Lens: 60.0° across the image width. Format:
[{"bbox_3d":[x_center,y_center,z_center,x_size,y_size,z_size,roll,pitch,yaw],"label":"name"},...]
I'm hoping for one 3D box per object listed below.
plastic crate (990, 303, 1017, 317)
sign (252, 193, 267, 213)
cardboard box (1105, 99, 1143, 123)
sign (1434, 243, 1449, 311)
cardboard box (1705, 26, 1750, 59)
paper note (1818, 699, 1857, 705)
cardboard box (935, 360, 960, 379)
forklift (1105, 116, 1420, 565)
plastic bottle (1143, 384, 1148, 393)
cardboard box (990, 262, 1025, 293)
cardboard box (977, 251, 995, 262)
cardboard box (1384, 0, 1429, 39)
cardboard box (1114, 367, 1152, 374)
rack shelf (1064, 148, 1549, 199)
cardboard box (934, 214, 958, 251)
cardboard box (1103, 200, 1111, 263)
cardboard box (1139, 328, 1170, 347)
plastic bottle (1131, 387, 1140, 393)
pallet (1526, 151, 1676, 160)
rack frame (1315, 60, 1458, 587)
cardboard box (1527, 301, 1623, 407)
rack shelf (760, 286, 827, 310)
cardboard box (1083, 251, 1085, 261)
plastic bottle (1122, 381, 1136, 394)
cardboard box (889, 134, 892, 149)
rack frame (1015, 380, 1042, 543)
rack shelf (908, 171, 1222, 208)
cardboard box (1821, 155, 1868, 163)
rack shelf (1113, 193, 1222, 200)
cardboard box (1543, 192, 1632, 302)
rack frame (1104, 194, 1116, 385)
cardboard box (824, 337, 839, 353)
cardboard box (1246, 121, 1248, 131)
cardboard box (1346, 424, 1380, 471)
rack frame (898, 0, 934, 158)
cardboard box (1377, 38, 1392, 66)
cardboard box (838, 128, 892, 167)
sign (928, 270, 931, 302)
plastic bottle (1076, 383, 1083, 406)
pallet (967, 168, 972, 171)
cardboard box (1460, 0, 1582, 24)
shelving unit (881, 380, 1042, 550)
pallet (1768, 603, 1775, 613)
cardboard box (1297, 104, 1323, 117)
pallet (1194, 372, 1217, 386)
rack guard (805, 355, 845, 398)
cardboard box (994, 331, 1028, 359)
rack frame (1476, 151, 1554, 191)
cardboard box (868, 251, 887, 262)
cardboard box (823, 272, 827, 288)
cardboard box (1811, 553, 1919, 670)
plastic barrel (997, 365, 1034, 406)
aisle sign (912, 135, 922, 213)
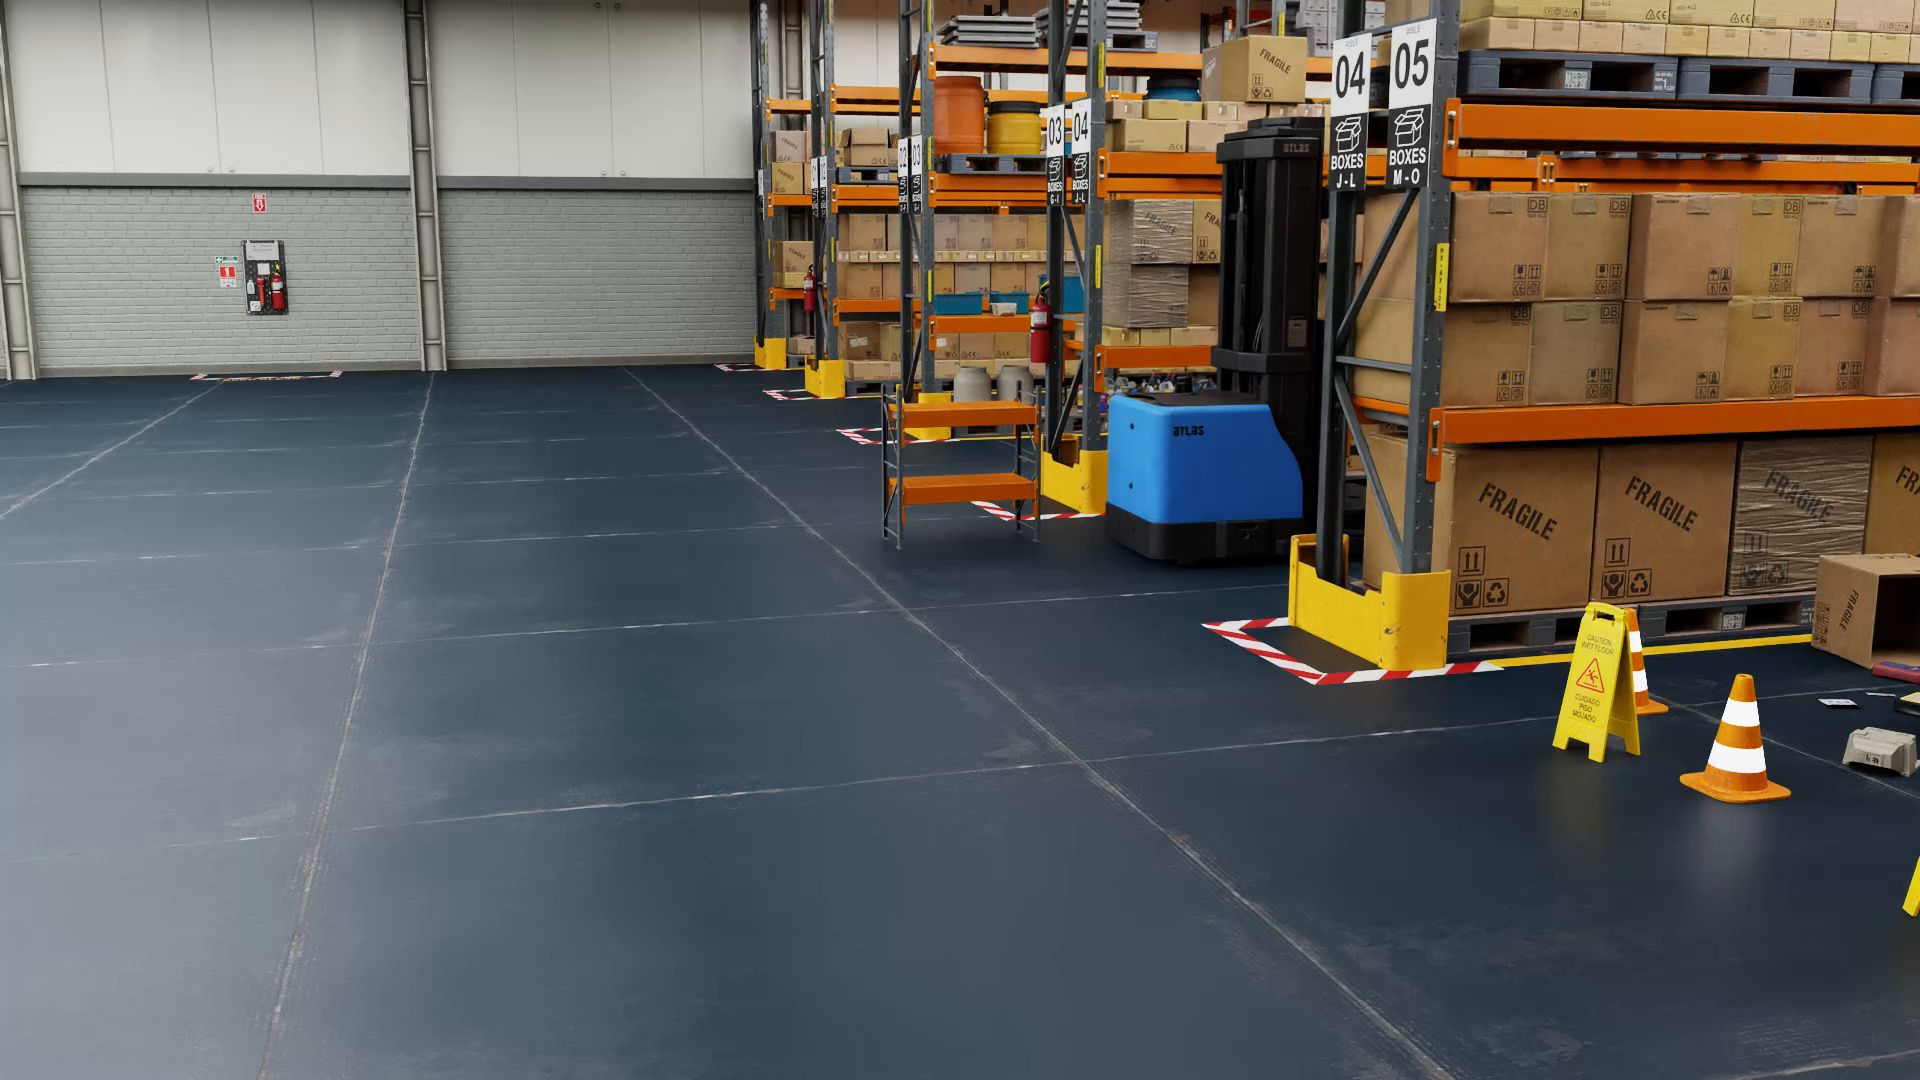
[{"bbox_3d":[0.480,-2.504,18.094,0.250,0.136,0.298,-3,11,-16],"label":"plastic crate"},{"bbox_3d":[-10.988,-5.288,26.082,0.199,0.298,0.001,-3,11,-16],"label":"sign"},{"bbox_3d":[1.244,-3.355,13.015,0.250,0.149,0.380,-3,11,-16],"label":"cardboard box"},{"bbox_3d":[2.353,-1.284,8.129,0.005,0.325,0.100,-3,11,-16],"label":"sign"},{"bbox_3d":[3.835,-2.549,8.582,0.250,0.149,0.380,-3,11,-16],"label":"cardboard box"},{"bbox_3d":[4.144,0.762,7.825,0.142,0.017,0.144,1,10,4],"label":"paper note"},{"bbox_3d":[-0.314,-2.400,23.233,0.500,0.250,0.500,-3,11,-16],"label":"cardboard box"},{"bbox_3d":[2.606,-1.396,11.532,3.031,2.935,1.130,-3,11,-14],"label":"forklift"},{"bbox_3d":[2.151,-1.630,18.903,0.133,0.283,0.061,-3,11,-16],"label":"plastic bottle"},{"bbox_3d":[0.578,-3.682,23.484,0.500,0.500,0.700,-3,11,-15],"label":"cardboard box"},{"bbox_3d":[0.315,-3.948,23.138,0.250,0.149,0.380,-3,11,-14],"label":"cardboard box"},{"bbox_3d":[2.596,-2.793,8.806,0.500,0.250,0.500,-3,11,-15],"label":"cardboard box"},{"bbox_3d":[2.447,-2.540,23.994,0.500,0.250,0.500,-3,11,-17],"label":"cardboard box"},{"bbox_3d":[2.835,-3.006,13.795,4.000,0.370,1.077,-3,11,-16],"label":"rack shelf"},{"bbox_3d":[-0.361,-4.271,23.100,0.500,0.500,0.700,-3,11,-16],"label":"cardboard box"},{"bbox_3d":[1.374,-2.542,13.709,0.500,0.500,0.500,-3,11,-16],"label":"cardboard box"},{"bbox_3d":[1.500,-1.643,13.378,0.250,0.149,0.380,-3,11,-16],"label":"cardboard box"},{"bbox_3d":[1.978,-1.590,18.717,0.097,0.271,0.097,0,10,0],"label":"plastic bottle"},{"bbox_3d":[5.378,-3.382,14.365,1.003,0.211,1.213,-3,11,-16],"label":"pallet"},{"bbox_3d":[2.204,-0.916,8.740,0.127,3.000,1.000,-3,11,-16],"label":"rack frame"},{"bbox_3d":[3.070,-1.049,9.043,0.550,0.550,0.875,-3,11,-16],"label":"cardboard box"},{"bbox_3d":[-1.318,-4.114,28.098,4.000,0.370,1.077,-3,11,-16],"label":"rack shelf"},{"bbox_3d":[1.789,-4.026,23.561,0.250,0.149,0.380,-3,11,-16],"label":"cardboard box"},{"bbox_3d":[1.956,-1.700,19.303,0.135,0.276,0.152,-3,11,-16],"label":"plastic bottle"},{"bbox_3d":[-1.412,-6.535,27.882,0.500,0.500,0.500,-3,11,-16],"label":"cardboard box"},{"bbox_3d":[0.495,-0.579,12.086,0.032,1.125,0.500,-3,11,-16],"label":"rack frame"},{"bbox_3d":[1.451,-3.867,18.472,4.000,0.370,1.077,-3,11,-16],"label":"rack shelf"},{"bbox_3d":[7.735,-3.496,14.881,0.500,0.250,0.500,-3,11,-16],"label":"cardboard box"},{"bbox_3d":[3.910,-4.931,24.249,4.000,0.370,1.077,-3,11,-16],"label":"rack shelf"},{"bbox_3d":[3.073,-1.577,8.932,0.550,0.550,0.875,-3,11,-16],"label":"cardboard box"},{"bbox_3d":[1.990,-3.709,23.906,0.127,3.000,1.000,-3,11,-16],"label":"rack frame"},{"bbox_3d":[-2.002,-3.309,27.949,0.500,0.311,0.500,-2,11,-11],"label":"cardboard box"},{"bbox_3d":[2.420,-3.216,13.362,0.500,0.250,0.500,-3,11,-16],"label":"cardboard box"},{"bbox_3d":[3.238,-0.875,14.257,0.500,0.500,0.500,-4,11,-21],"label":"cardboard box"},{"bbox_3d":[-0.470,-5.595,17.585,0.127,3.000,1.000,-3,11,-16],"label":"rack frame"},{"bbox_3d":[2.429,-2.600,8.855,0.250,0.149,0.380,-3,11,-16],"label":"cardboard box"},{"bbox_3d":[-1.298,-5.336,22.629,0.637,0.503,0.797,-2,11,-12],"label":"cardboard box"},{"bbox_3d":[-0.320,-2.685,17.582,0.005,0.325,0.100,-3,11,-16],"label":"sign"},{"bbox_3d":[1.421,-1.699,19.297,0.135,0.276,0.152,-3,11,-16],"label":"plastic bottle"},{"bbox_3d":[0.009,-5.031,23.052,1.213,0.211,1.003,-3,11,-16],"label":"pallet"},{"bbox_3d":[2.739,-2.700,8.298,0.500,0.250,0.500,-3,11,-16],"label":"cardboard box"},{"bbox_3d":[0.006,-0.554,11.946,1.048,1.125,0.538,-3,11,-16],"label":"shelving unit"},{"bbox_3d":[5.293,0.277,9.957,1.213,0.211,1.003,-3,11,-16],"label":"pallet"},{"bbox_3d":[2.729,-3.436,13.452,0.250,0.149,0.380,-3,11,-17],"label":"cardboard box"},{"bbox_3d":[3.860,-2.444,24.737,1.213,0.211,1.003,-3,11,-16],"label":"pallet"},{"bbox_3d":[-1.874,-2.276,23.026,0.348,0.500,1.175,-3,11,-16],"label":"rack guard"},{"bbox_3d":[0.644,-2.821,23.448,0.500,0.500,0.500,-3,11,-16],"label":"cardboard box"},{"bbox_3d":[4.755,-1.986,14.551,0.127,3.000,1.000,-3,11,-16],"label":"rack frame"},{"bbox_3d":[-1.161,-3.871,22.718,0.250,0.149,0.380,-3,11,-17],"label":"cardboard box"},{"bbox_3d":[-2.187,-4.301,27.486,0.500,0.250,0.500,-3,11,-18],"label":"cardboard box"},{"bbox_3d":[4.841,0.366,8.670,0.500,0.500,0.500,-1,10,-6],"label":"cardboard box"},{"bbox_3d":[0.622,-1.700,18.706,0.421,0.512,0.421,0,10,0],"label":"plastic barrel"},{"bbox_3d":[-0.457,-3.869,17.596,0.004,0.787,0.394,-3,11,-16],"label":"aisle sign"}]
